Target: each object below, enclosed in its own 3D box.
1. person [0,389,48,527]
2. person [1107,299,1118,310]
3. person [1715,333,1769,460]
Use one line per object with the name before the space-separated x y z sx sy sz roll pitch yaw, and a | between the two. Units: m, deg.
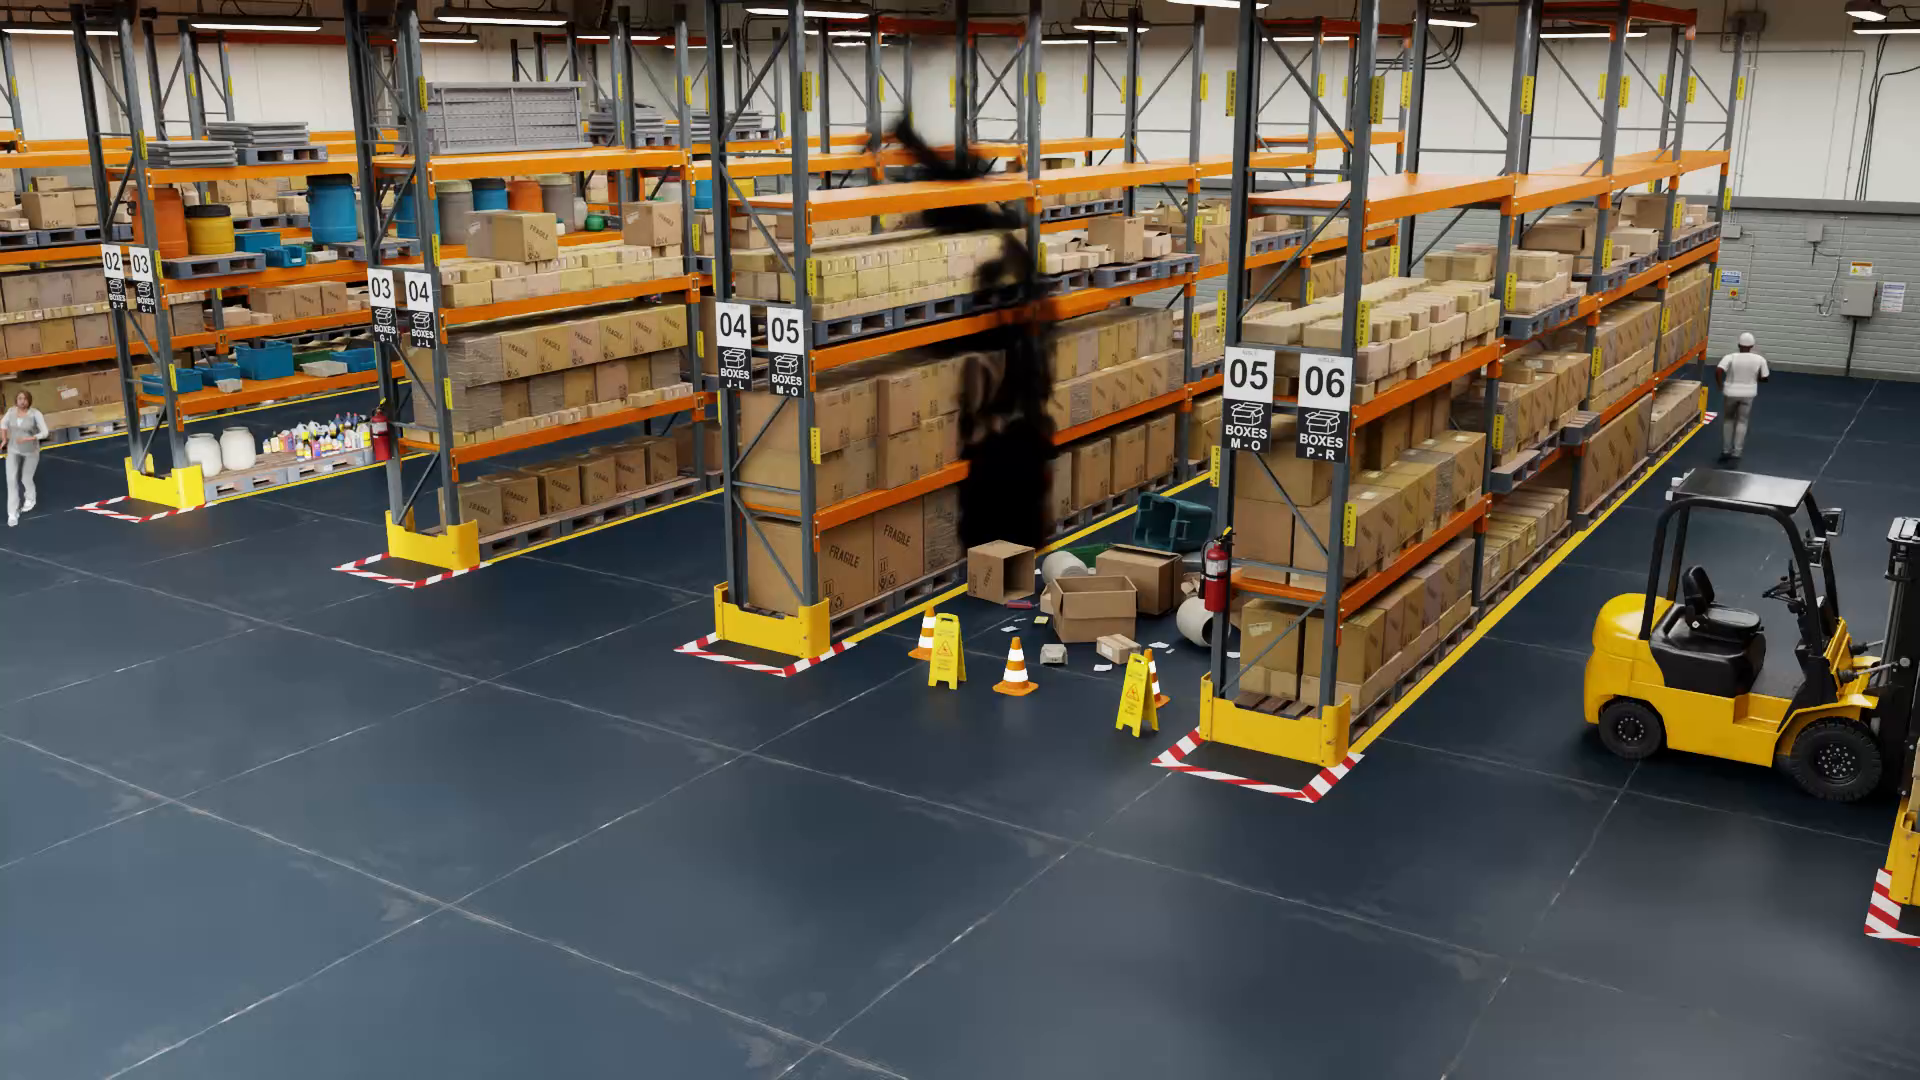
person | -11.221 -1.032 19.982 0.564 1.582 0.796 -4 16 -15
person | 2.537 -3.223 27.662 0.656 1.682 0.644 10 18 32
person | 10.722 -1.952 22.883 0.684 1.809 0.802 7 17 24
